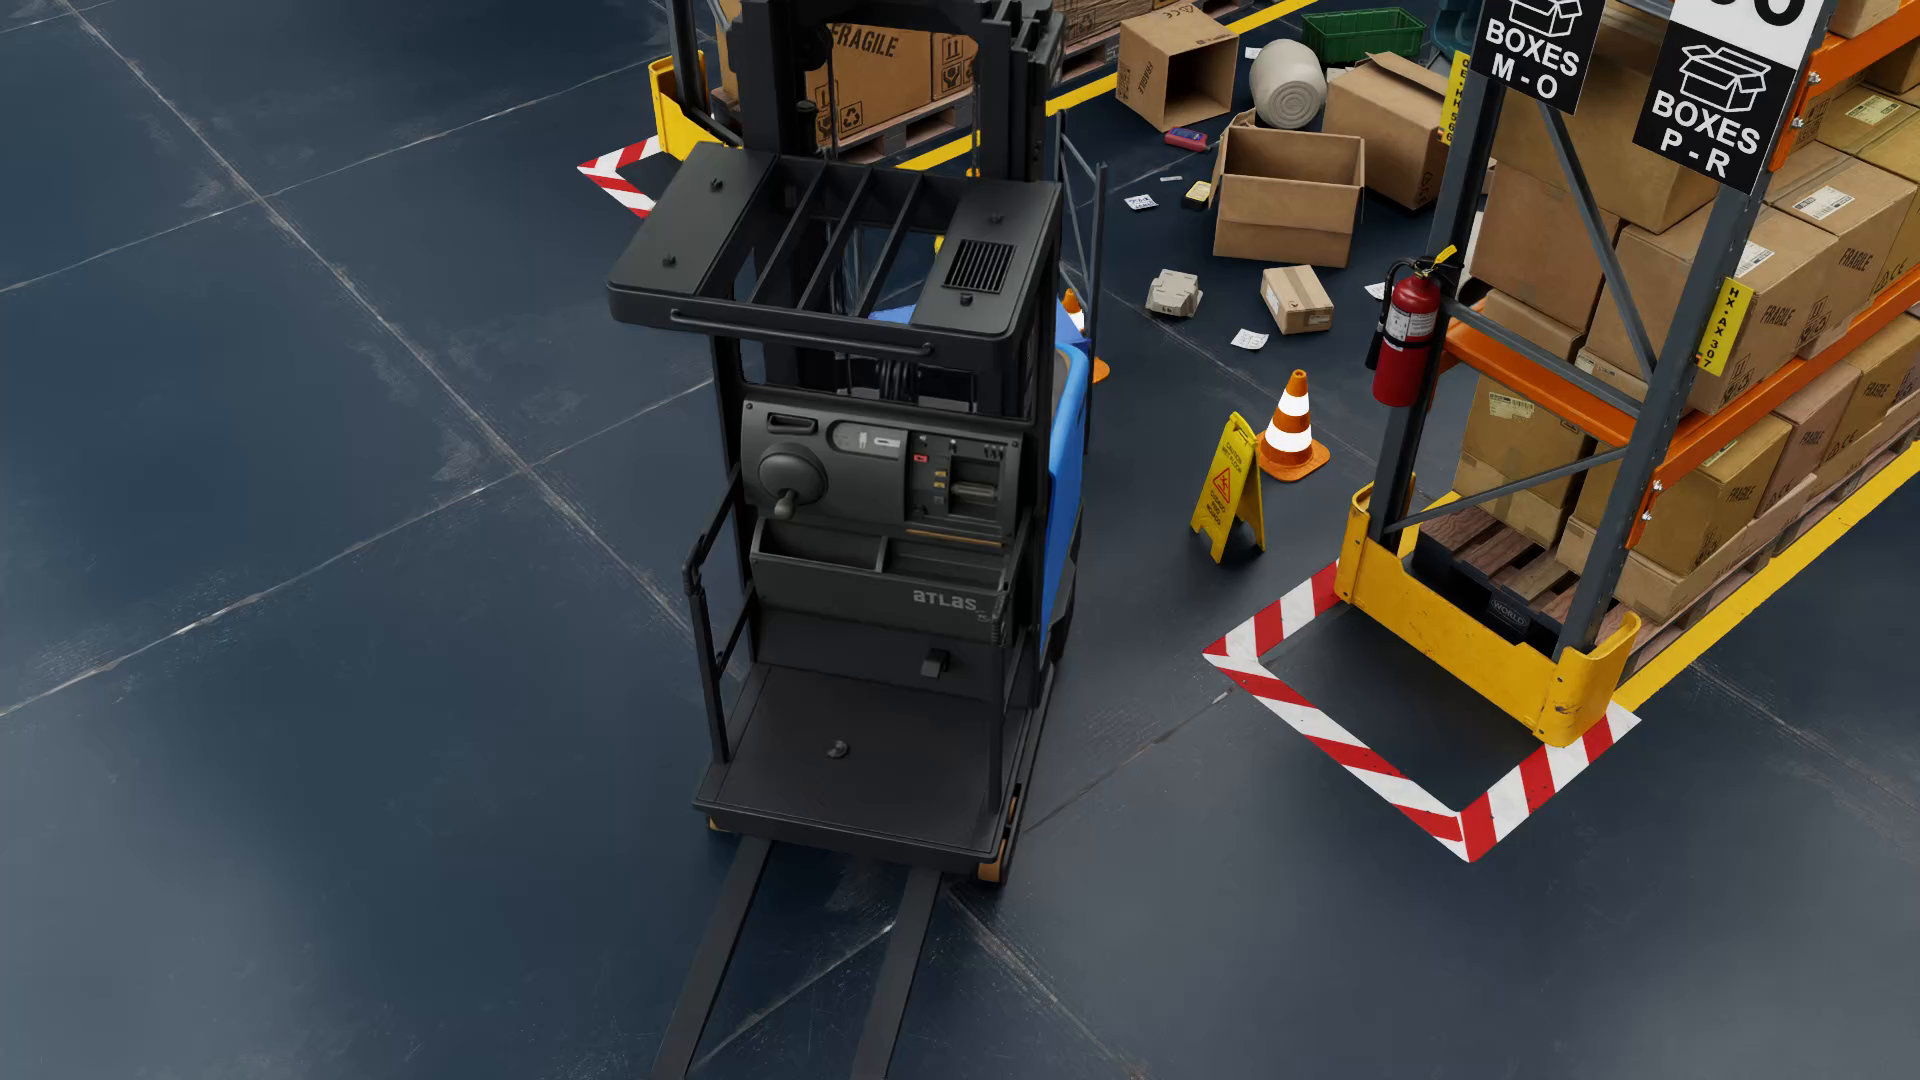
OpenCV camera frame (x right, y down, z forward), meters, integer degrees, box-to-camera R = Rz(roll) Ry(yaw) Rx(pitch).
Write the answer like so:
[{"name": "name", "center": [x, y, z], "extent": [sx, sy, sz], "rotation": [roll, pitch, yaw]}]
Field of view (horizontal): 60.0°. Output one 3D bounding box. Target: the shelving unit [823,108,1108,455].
[{"name": "shelving unit", "center": [0.017, -0.997, 7.216], "extent": [1.048, 1.500, 0.538], "rotation": [-13, 45, -13]}]

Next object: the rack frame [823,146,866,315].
[{"name": "rack frame", "center": [-0.467, -0.889, 7.101], "extent": [0.032, 1.500, 0.500], "rotation": [-13, 45, -13]}]

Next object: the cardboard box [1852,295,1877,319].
[{"name": "cardboard box", "center": [3.234, -0.985, 6.291], "extent": [0.250, 0.149, 0.380], "rotation": [-28, 50, -27]}]

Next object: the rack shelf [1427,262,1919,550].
[{"name": "rack shelf", "center": [3.534, -1.241, 6.906], "extent": [4.000, 0.370, 1.077], "rotation": [-30, 51, -28]}]

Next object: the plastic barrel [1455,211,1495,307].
[{"name": "plastic barrel", "center": [2.613, -1.388, 8.419], "extent": [0.421, 0.421, 0.512], "rotation": [0, 43, 0]}]

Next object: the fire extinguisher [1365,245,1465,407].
[{"name": "fire extinguisher", "center": [1.616, -0.788, 5.955], "extent": [0.183, 0.674, 0.296], "rotation": [-30, 51, -28]}]

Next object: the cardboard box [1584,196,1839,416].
[{"name": "cardboard box", "center": [2.541, -0.832, 5.655], "extent": [0.500, 0.500, 0.500], "rotation": [-31, 51, -28]}]

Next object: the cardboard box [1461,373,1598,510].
[{"name": "cardboard box", "center": [2.447, -0.538, 6.785], "extent": [0.500, 0.500, 0.500], "rotation": [-29, 51, -28]}]

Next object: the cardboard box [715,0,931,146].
[{"name": "cardboard box", "center": [-0.776, -2.891, 9.382], "extent": [0.875, 0.875, 0.875], "rotation": [-29, 51, -28]}]

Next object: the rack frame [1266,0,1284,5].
[{"name": "rack frame", "center": [1.815, -4.937, 10.315], "extent": [0.127, 3.000, 1.000], "rotation": [-30, 51, -28]}]

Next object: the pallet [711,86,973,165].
[{"name": "pallet", "center": [-0.690, -2.556, 9.817], "extent": [1.213, 0.211, 1.003], "rotation": [-30, 51, -28]}]

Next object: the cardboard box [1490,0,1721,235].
[{"name": "cardboard box", "center": [2.252, -1.473, 5.607], "extent": [0.500, 0.500, 0.700], "rotation": [-31, 51, -29]}]

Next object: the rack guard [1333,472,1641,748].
[{"name": "rack guard", "center": [2.058, 0.253, 6.615], "extent": [0.348, 0.500, 1.175], "rotation": [-30, 51, -28]}]

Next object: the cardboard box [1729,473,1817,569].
[{"name": "cardboard box", "center": [3.192, -0.205, 6.979], "extent": [0.500, 0.250, 0.500], "rotation": [-28, 50, -27]}]

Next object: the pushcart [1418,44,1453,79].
[{"name": "pushcart", "center": [3.567, -2.601, 9.744], "extent": [1.648, 0.377, 0.936], "rotation": [22, 47, 21]}]

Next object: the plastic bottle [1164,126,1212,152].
[{"name": "plastic bottle", "center": [1.347, -2.327, 9.683], "extent": [0.283, 0.061, 0.133], "rotation": [22, 47, 21]}]

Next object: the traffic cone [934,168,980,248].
[{"name": "traffic cone", "center": [0.065, -1.743, 8.767], "extent": [0.334, 0.463, 0.336], "rotation": [-30, 51, -28]}]

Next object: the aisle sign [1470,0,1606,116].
[{"name": "aisle sign", "center": [1.766, -1.697, 4.967], "extent": [0.004, 0.787, 0.394], "rotation": [-30, 51, -28]}]

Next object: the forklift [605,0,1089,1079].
[{"name": "forklift", "center": [-0.305, -0.135, 5.253], "extent": [1.130, 2.935, 3.031], "rotation": [9, 44, 9]}]

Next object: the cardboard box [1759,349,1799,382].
[{"name": "cardboard box", "center": [2.833, -0.766, 6.058], "extent": [0.250, 0.149, 0.380], "rotation": [-31, 52, -29]}]

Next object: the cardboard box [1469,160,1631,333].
[{"name": "cardboard box", "center": [2.239, -1.153, 5.996], "extent": [0.500, 0.500, 0.500], "rotation": [-31, 51, -29]}]

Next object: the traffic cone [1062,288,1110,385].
[{"name": "traffic cone", "center": [0.529, -1.000, 7.977], "extent": [0.334, 0.463, 0.336], "rotation": [-30, 51, -28]}]

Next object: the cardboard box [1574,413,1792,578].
[{"name": "cardboard box", "center": [2.814, -0.269, 6.499], "extent": [0.500, 0.500, 0.500], "rotation": [-32, 52, -29]}]

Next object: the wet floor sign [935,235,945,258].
[{"name": "wet floor sign", "center": [-0.005, -1.269, 8.130], "extent": [0.267, 0.644, 0.232], "rotation": [30, 51, 28]}]

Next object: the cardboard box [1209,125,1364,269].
[{"name": "cardboard box", "center": [1.723, -1.816, 8.816], "extent": [0.797, 0.503, 0.637], "rotation": [7, 44, 7]}]

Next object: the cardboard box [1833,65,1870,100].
[{"name": "cardboard box", "center": [2.970, -1.970, 6.135], "extent": [0.500, 0.500, 0.700], "rotation": [-30, 51, -28]}]

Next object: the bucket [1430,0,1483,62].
[{"name": "bucket", "center": [3.190, -3.027, 9.563], "extent": [0.620, 0.611, 0.726], "rotation": [-6, 43, -21]}]

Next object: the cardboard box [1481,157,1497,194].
[{"name": "cardboard box", "center": [3.066, -2.154, 9.350], "extent": [0.258, 0.266, 0.396], "rotation": [7, 44, 7]}]

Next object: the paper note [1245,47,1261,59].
[{"name": "paper note", "center": [1.880, -3.084, 10.511], "extent": [0.147, 0.020, 0.142], "rotation": [7, 44, 7]}]

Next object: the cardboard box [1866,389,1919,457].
[{"name": "cardboard box", "center": [3.992, -0.672, 7.476], "extent": [0.500, 0.250, 0.500], "rotation": [-29, 50, -27]}]

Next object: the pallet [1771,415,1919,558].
[{"name": "pallet", "center": [3.639, -0.513, 7.642], "extent": [1.213, 0.211, 1.003], "rotation": [-30, 51, -28]}]

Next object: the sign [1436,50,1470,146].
[{"name": "sign", "center": [1.659, -1.462, 5.539], "extent": [0.005, 0.325, 0.100], "rotation": [-30, 51, -28]}]

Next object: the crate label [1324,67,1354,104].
[{"name": "crate label", "center": [2.330, -2.758, 10.087], "extent": [0.298, 0.136, 0.250], "rotation": [7, 44, 7]}]

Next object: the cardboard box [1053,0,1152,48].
[{"name": "cardboard box", "center": [0.598, -3.678, 10.220], "extent": [0.875, 0.875, 0.875], "rotation": [-29, 51, -28]}]

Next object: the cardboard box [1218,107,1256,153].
[{"name": "cardboard box", "center": [1.678, -2.218, 9.418], "extent": [0.258, 0.266, 0.396], "rotation": [-21, 47, -21]}]

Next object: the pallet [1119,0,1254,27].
[{"name": "pallet", "center": [1.181, -3.627, 10.958], "extent": [1.213, 0.211, 1.003], "rotation": [-30, 51, -28]}]

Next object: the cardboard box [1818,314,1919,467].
[{"name": "cardboard box", "center": [3.602, -0.717, 6.976], "extent": [0.500, 0.500, 0.500], "rotation": [-29, 50, -27]}]

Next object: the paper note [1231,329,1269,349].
[{"name": "paper note", "center": [1.448, -1.003, 8.296], "extent": [0.148, 0.019, 0.142], "rotation": [22, 47, 21]}]

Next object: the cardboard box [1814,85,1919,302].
[{"name": "cardboard box", "center": [3.326, -1.286, 6.138], "extent": [0.500, 0.500, 0.500], "rotation": [-31, 51, -29]}]
